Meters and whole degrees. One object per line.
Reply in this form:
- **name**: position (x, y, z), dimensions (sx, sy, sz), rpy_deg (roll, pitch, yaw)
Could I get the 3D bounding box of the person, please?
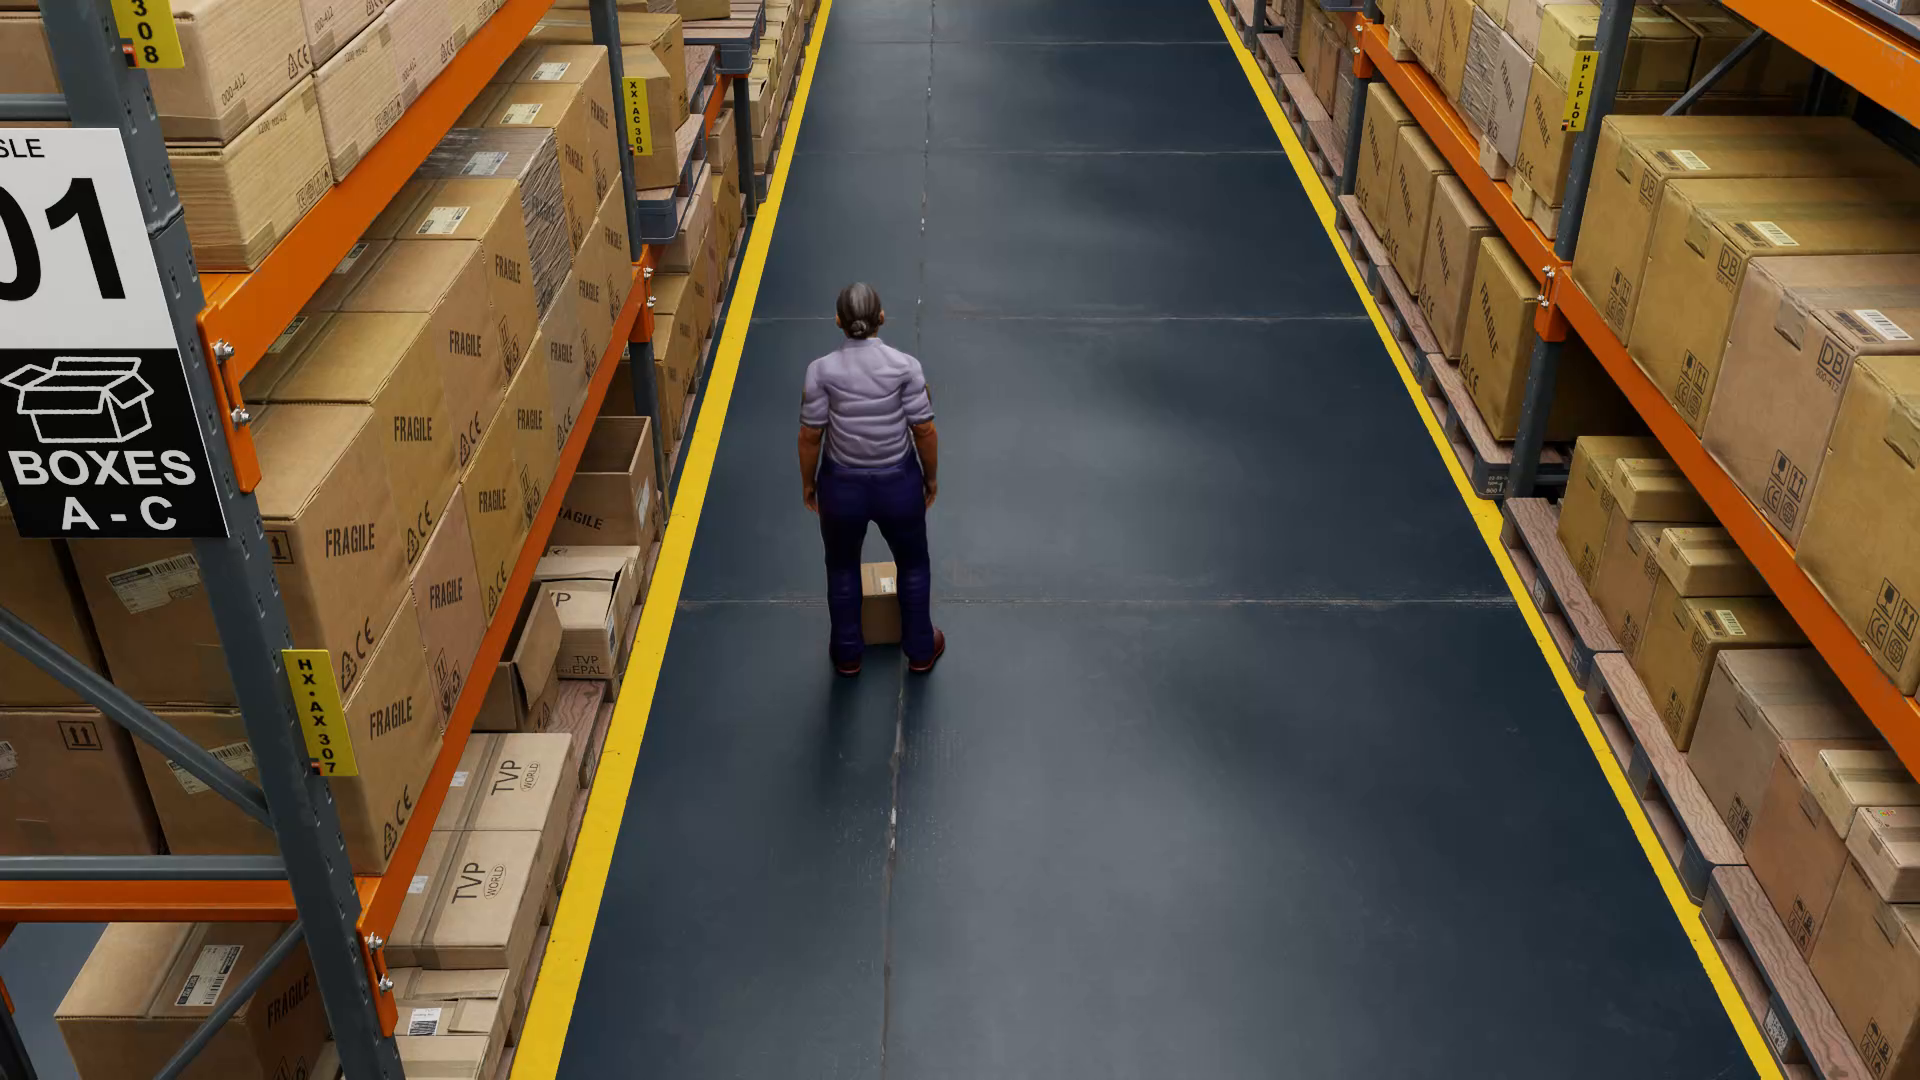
- **person**: position (-0.337, -0.200, 6.466), dimensions (0.559, 1.652, 0.364), rpy_deg (-1, 32, -2)
